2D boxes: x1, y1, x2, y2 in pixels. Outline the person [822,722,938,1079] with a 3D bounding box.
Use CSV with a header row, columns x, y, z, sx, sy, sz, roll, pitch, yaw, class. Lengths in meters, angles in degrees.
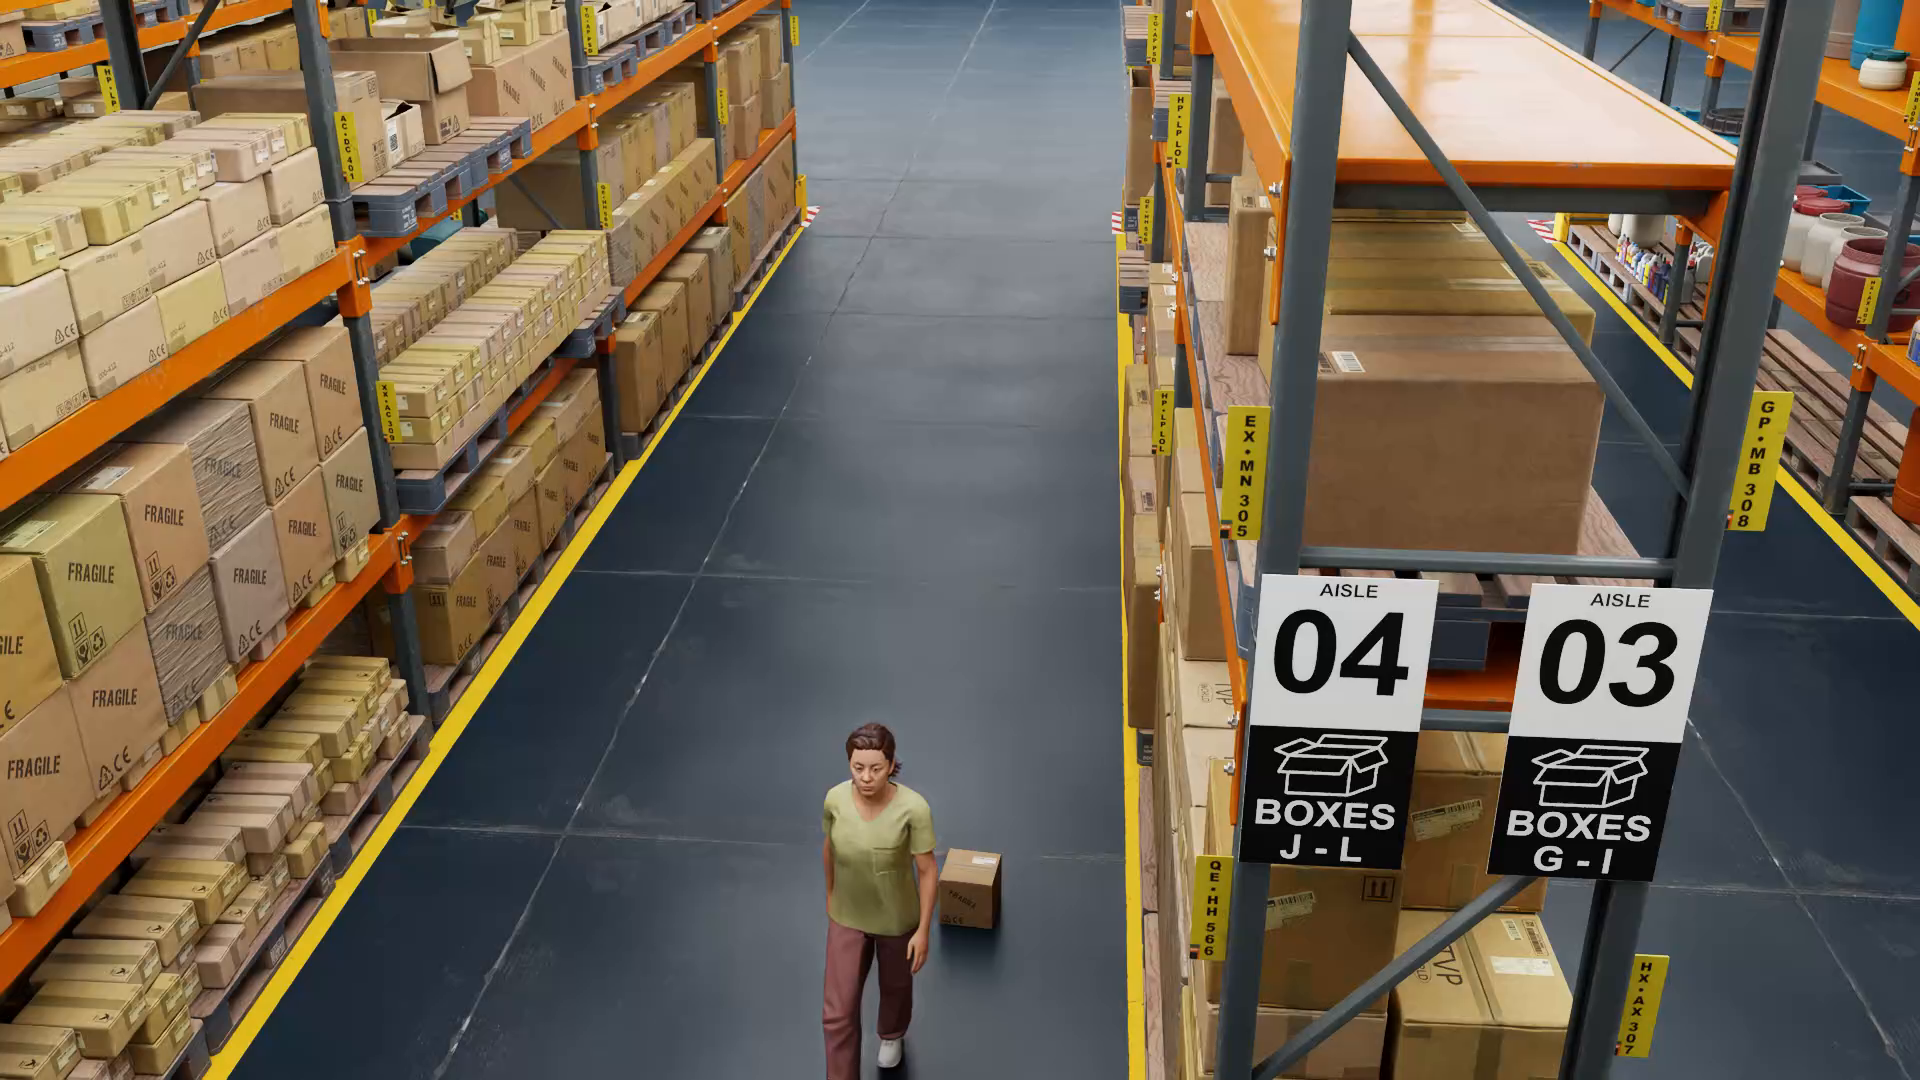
x,y,z,sx,sy,sz,roll,pitch,yaw,class
-0.325,1.490,6.324,0.471,1.639,0.887,3,25,6,person
